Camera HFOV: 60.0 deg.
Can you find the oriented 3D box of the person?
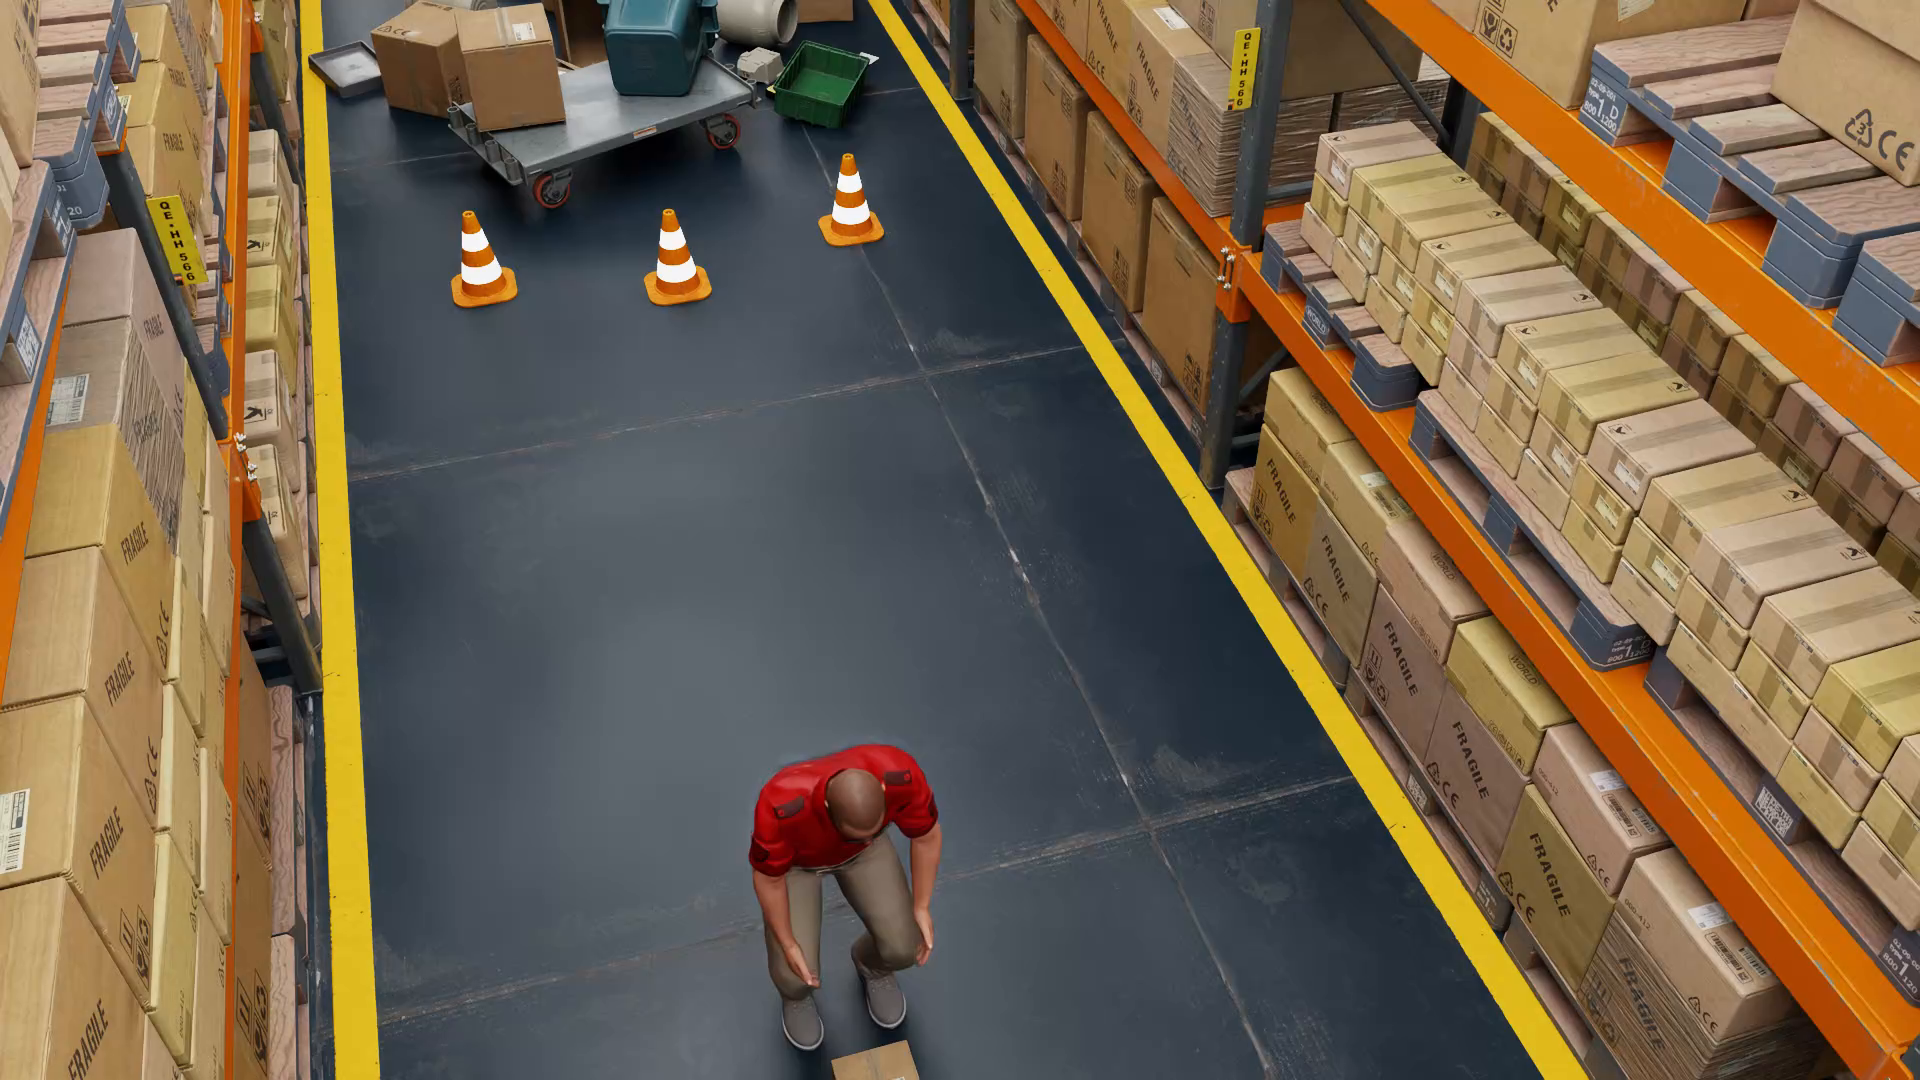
[{"bbox_3d":[-0.355,1.066,5.190,0.588,1.466,0.621,-12,43,-13],"label":"person"}]
